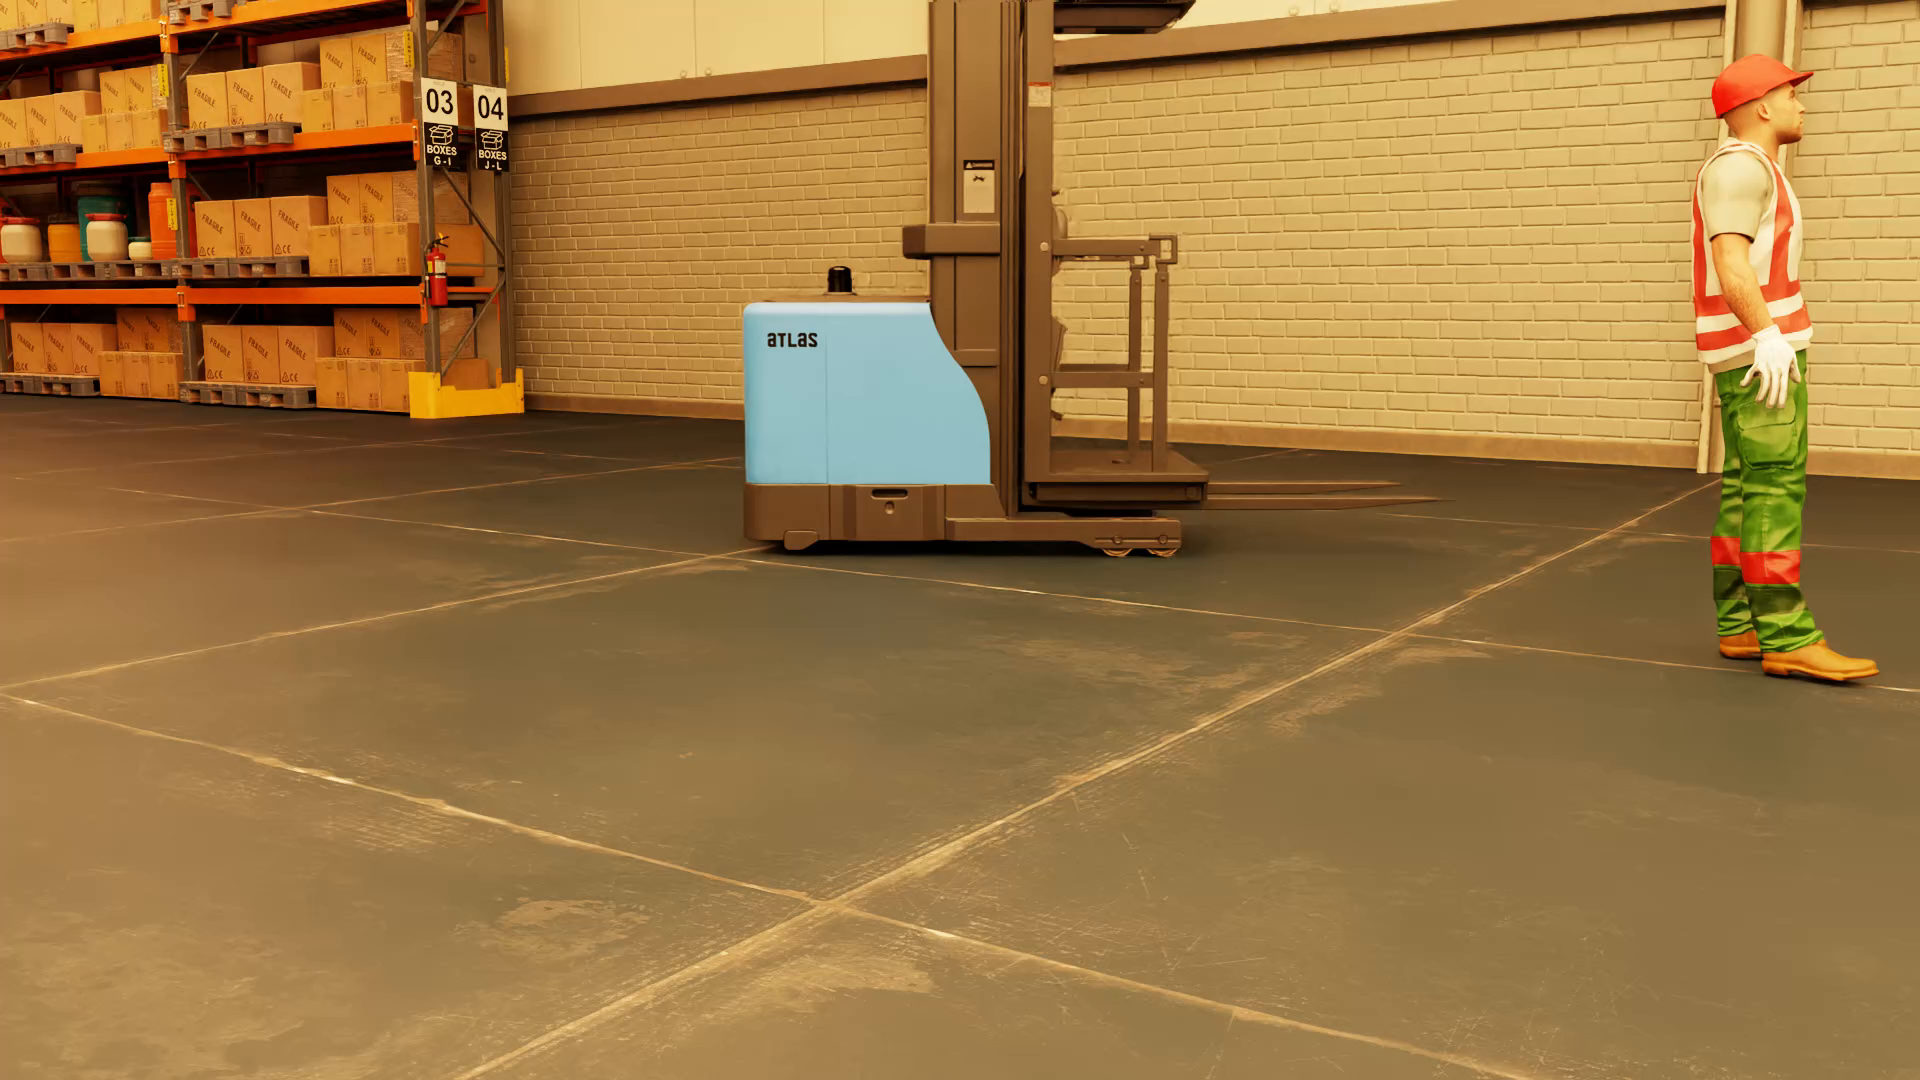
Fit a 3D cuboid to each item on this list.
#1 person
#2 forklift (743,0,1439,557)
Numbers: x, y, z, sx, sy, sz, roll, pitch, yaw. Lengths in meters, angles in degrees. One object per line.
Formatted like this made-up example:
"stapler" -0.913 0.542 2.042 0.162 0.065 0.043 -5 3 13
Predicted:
"person" 2.440 -0.527 4.907 0.564 1.787 0.638 4 9 25
"forklift" 0.579 -1.453 7.412 3.031 2.935 1.130 0 8 0
